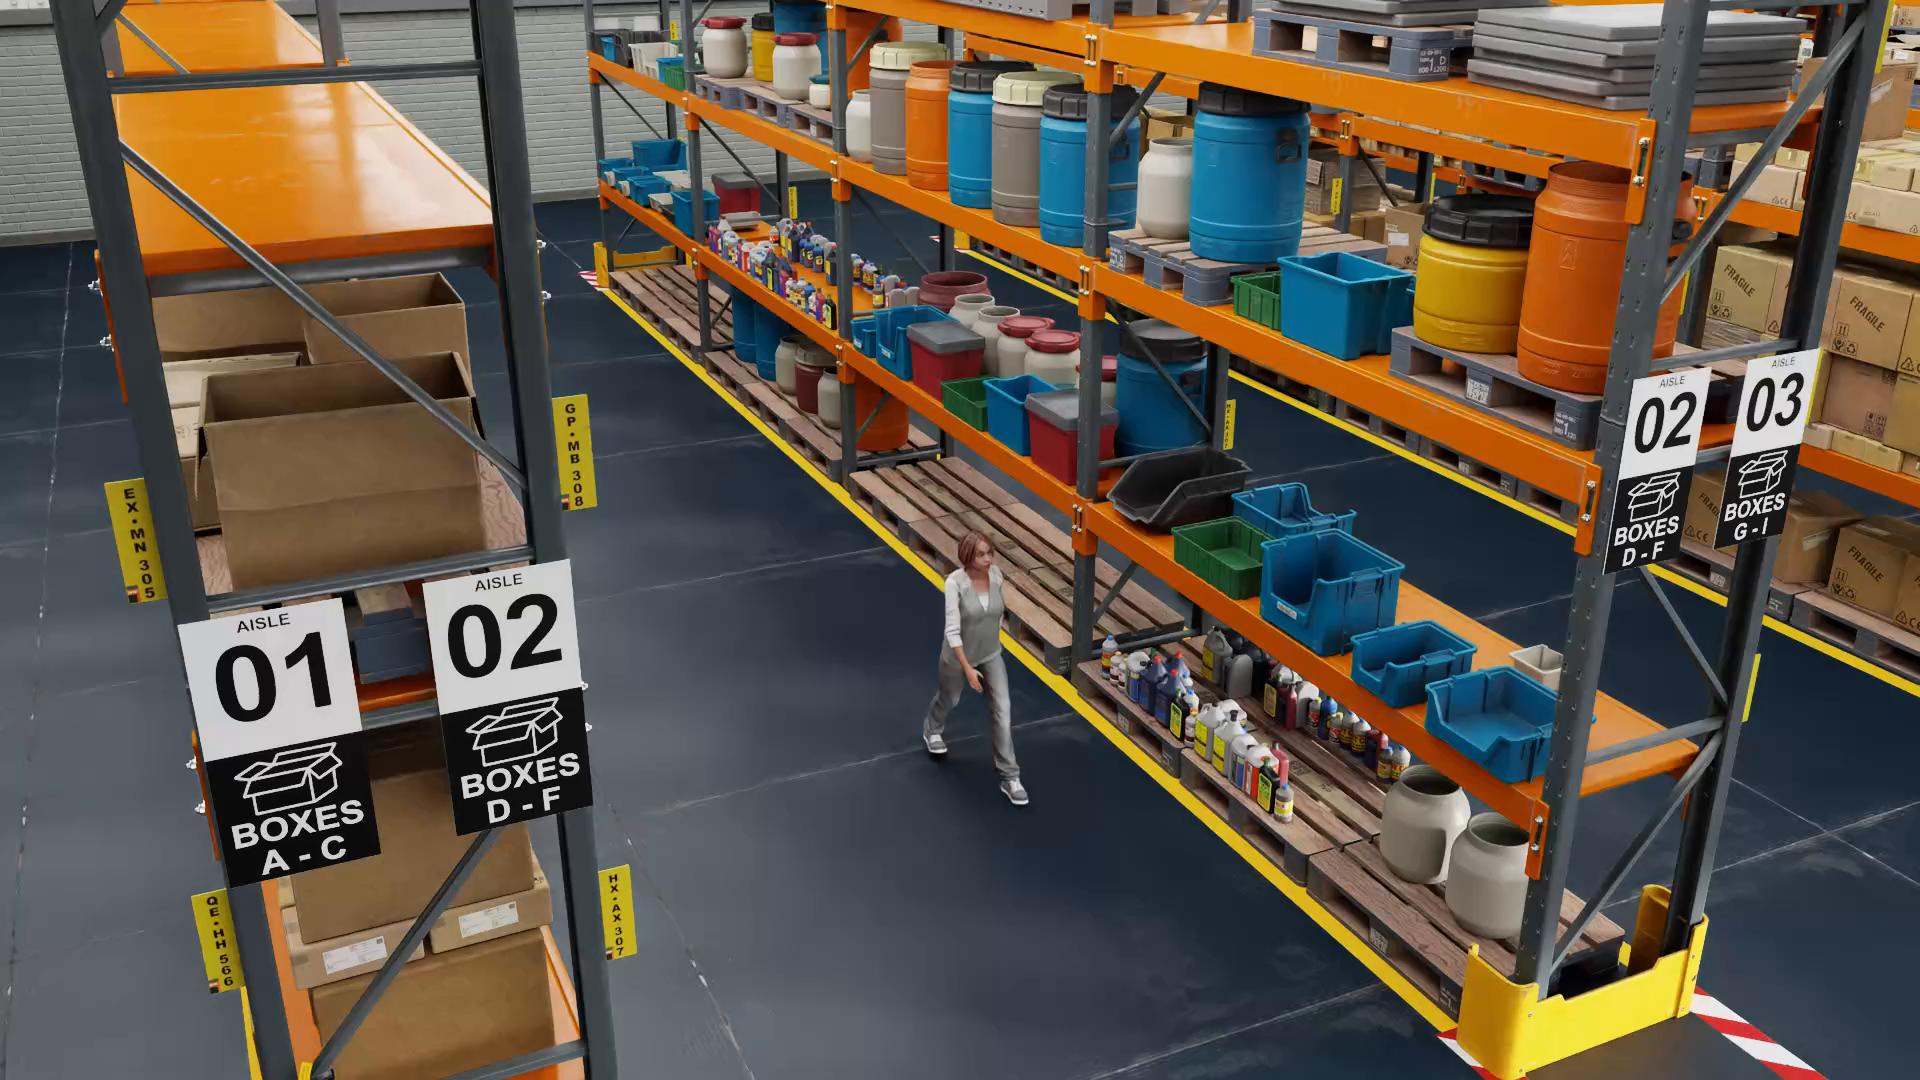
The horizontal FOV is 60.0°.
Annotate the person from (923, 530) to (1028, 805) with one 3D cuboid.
[{"bbox_3d":[0.085,0.651,9.423,0.434,1.527,0.956,-9,24,-20],"label":"person"}]
